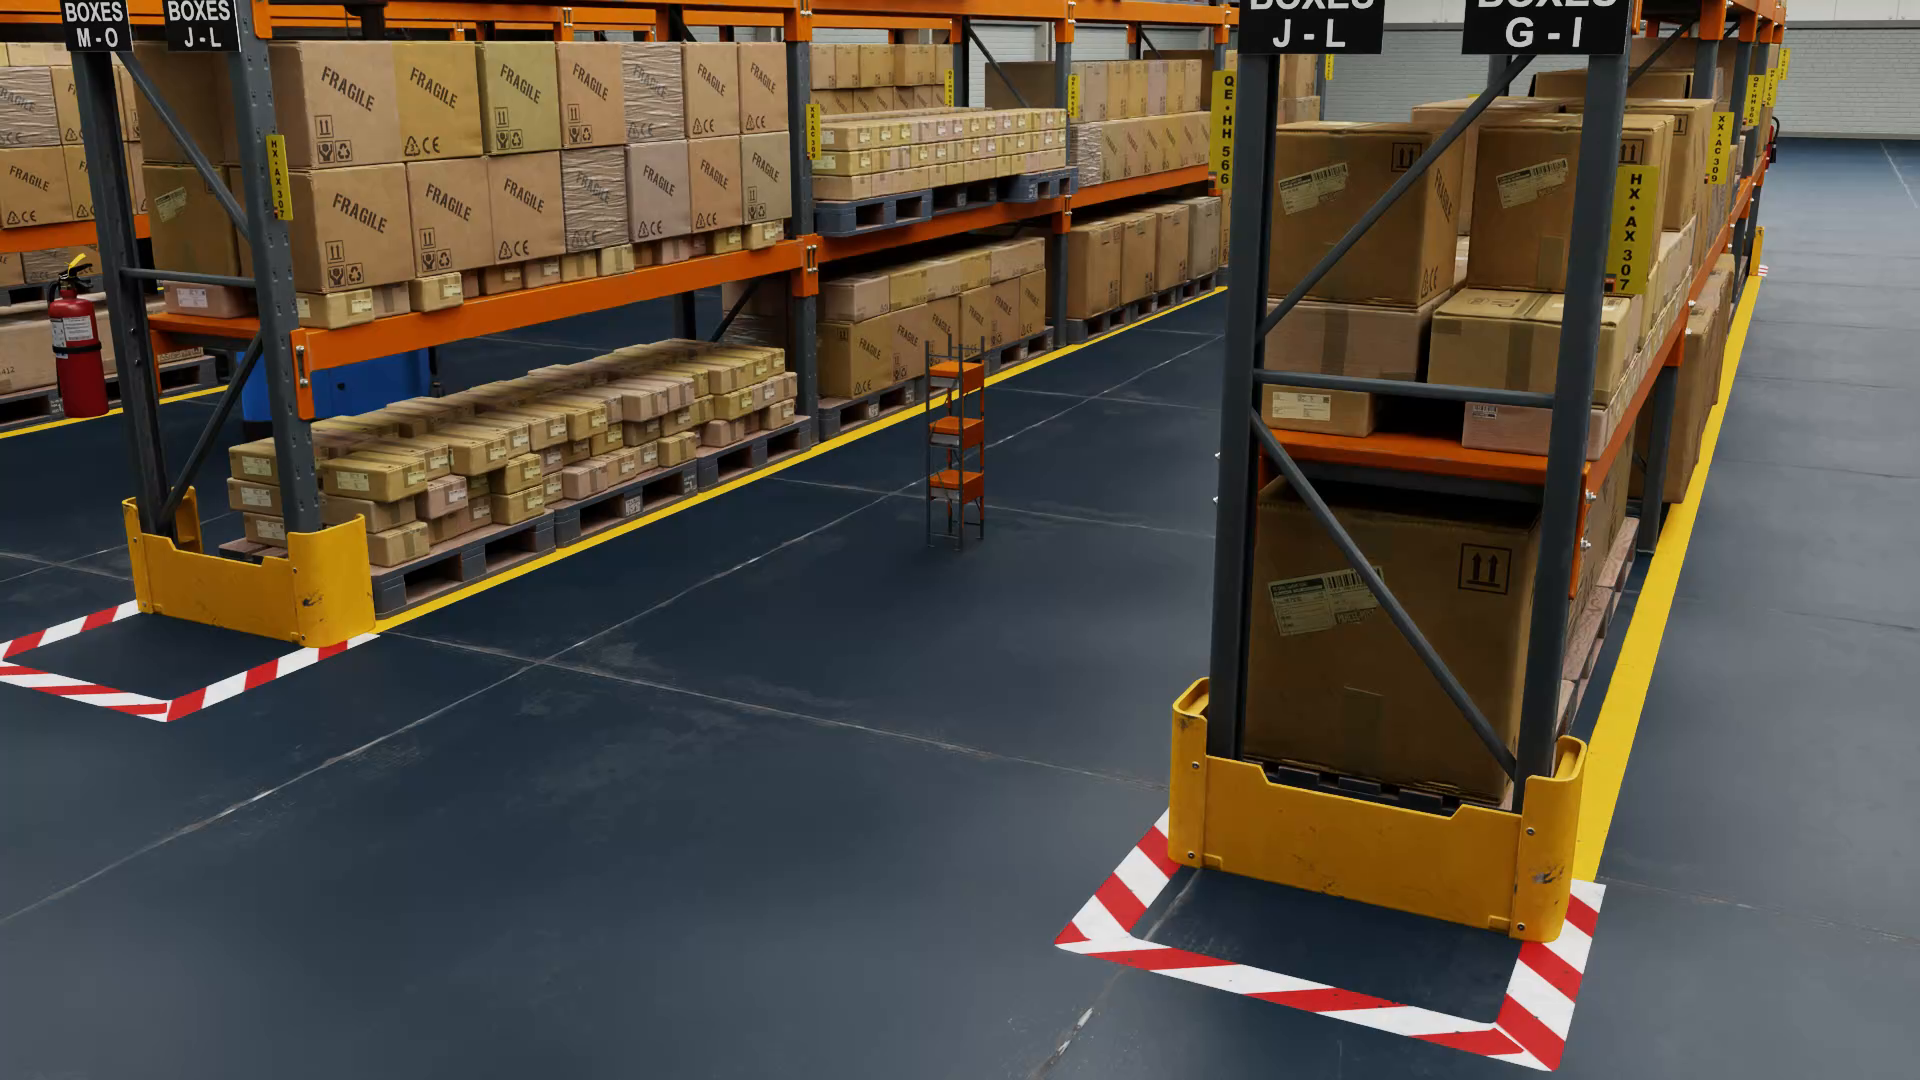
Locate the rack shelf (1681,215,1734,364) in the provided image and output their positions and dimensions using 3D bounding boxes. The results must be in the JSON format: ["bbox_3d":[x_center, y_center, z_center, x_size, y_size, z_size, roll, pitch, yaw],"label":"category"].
[{"bbox_3d":[3.917,-1.601,9.910,1.077,0.370,4.000,8,18,25],"label":"rack shelf"}]

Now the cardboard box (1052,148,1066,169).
[{"bbox_3d":[0.610,-3.009,13.090,0.380,0.149,0.250,8,19,26],"label":"cardboard box"}]

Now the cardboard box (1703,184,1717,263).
[{"bbox_3d":[3.901,-1.825,9.226,0.500,0.500,0.500,8,18,24],"label":"cardboard box"}]

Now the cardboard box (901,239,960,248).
[{"bbox_3d":[-0.332,-2.201,13.001,0.500,0.250,0.500,8,18,25],"label":"cardboard box"}]

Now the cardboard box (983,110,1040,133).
[{"bbox_3d":[0.379,-3.165,12.570,0.380,0.149,0.250,9,19,27],"label":"cardboard box"}]

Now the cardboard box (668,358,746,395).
[{"bbox_3d":[-1.478,-0.955,9.696,0.380,0.149,0.250,8,18,25],"label":"cardboard box"}]

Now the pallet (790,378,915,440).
[{"bbox_3d":[-1.022,-0.955,11.369,1.003,0.211,1.213,8,18,25],"label":"pallet"}]

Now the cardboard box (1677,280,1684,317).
[{"bbox_3d":[2.951,-1.066,7.286,0.380,0.149,0.250,8,18,24],"label":"cardboard box"}]

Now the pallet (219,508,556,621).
[{"bbox_3d":[-2.727,0.041,8.017,1.003,0.211,1.213,8,18,25],"label":"pallet"}]

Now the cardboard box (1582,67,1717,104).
[{"bbox_3d":[4.176,-2.634,10.188,0.797,0.503,0.637,9,19,27],"label":"cardboard box"}]

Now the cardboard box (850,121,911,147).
[{"bbox_3d":[-0.545,-2.638,10.796,0.380,0.149,0.250,8,18,26],"label":"cardboard box"}]

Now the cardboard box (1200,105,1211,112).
[{"bbox_3d":[2.360,-4.298,17.465,0.875,0.550,0.550,8,18,25],"label":"cardboard box"}]

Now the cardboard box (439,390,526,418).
[{"bbox_3d":[-2.521,-0.687,8.792,0.380,0.149,0.250,7,18,24],"label":"cardboard box"}]

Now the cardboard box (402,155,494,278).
[{"bbox_3d":[-2.492,-1.484,7.553,0.500,0.500,0.500,8,18,25],"label":"cardboard box"}]

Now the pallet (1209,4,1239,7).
[{"bbox_3d":[3.128,-6.043,18.490,1.003,0.211,1.213,8,18,25],"label":"pallet"}]

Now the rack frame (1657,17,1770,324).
[{"bbox_3d":[6.598,-3.474,14.953,1.000,3.000,0.127,8,18,25],"label":"rack frame"}]

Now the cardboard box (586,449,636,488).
[{"bbox_3d":[-1.956,-0.398,8.864,0.380,0.149,0.250,8,18,25],"label":"cardboard box"}]

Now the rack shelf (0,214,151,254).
[{"bbox_3d":[-6.736,-1.843,10.725,1.077,0.370,4.000,8,18,25],"label":"rack shelf"}]

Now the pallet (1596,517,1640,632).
[{"bbox_3d":[2.614,0.084,7.871,1.003,0.211,1.213,8,18,25],"label":"pallet"}]

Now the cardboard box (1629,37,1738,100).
[{"bbox_3d":[6.118,-3.779,14.187,1.000,1.000,1.000,8,18,26],"label":"cardboard box"}]

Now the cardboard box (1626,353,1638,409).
[{"bbox_3d":[2.033,-0.543,5.526,0.380,0.149,0.250,8,18,25],"label":"cardboard box"}]

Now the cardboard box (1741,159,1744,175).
[{"bbox_3d":[6.964,-3.370,15.045,0.380,0.149,0.250,8,18,25],"label":"cardboard box"}]

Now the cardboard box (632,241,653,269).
[{"bbox_3d":[-1.871,-1.537,8.871,0.380,0.149,0.250,8,18,25],"label":"cardboard box"}]

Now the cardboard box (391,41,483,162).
[{"bbox_3d":[-2.498,-1.954,7.381,0.500,0.500,0.500,9,19,27],"label":"cardboard box"}]

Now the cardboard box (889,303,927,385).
[{"bbox_3d":[-0.566,-1.386,11.574,0.500,0.500,0.500,9,19,28],"label":"cardboard box"}]

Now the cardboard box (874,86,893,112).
[{"bbox_3d":[-1.174,-5.390,20.707,0.500,0.500,0.500,8,18,26],"label":"cardboard box"}]

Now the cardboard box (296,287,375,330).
[{"bbox_3d":[-2.718,-0.995,7.047,0.380,0.149,0.250,8,18,25],"label":"cardboard box"}]

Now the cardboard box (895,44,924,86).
[{"bbox_3d":[-0.882,-5.995,20.986,0.700,0.500,0.500,8,18,25],"label":"cardboard box"}]

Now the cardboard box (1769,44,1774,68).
[{"bbox_3d":[7.249,-4.354,15.461,0.500,0.500,0.500,8,18,25],"label":"cardboard box"}]

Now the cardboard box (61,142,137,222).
[{"bbox_3d":[-6.046,-2.463,11.372,0.500,0.500,0.500,8,18,24],"label":"cardboard box"}]

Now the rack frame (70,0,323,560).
[{"bbox_3d":[-3.156,-1.074,6.873,1.000,3.000,0.127,8,18,25],"label":"rack frame"}]

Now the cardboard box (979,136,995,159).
[{"bbox_3d":[0.031,-2.823,11.942,0.380,0.149,0.250,9,19,27],"label":"cardboard box"}]

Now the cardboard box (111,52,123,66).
[{"bbox_3d":[-5.910,-3.363,11.508,0.380,0.149,0.250,9,19,27],"label":"cardboard box"}]

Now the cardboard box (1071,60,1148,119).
[{"bbox_3d":[1.309,-4.143,15.272,0.700,0.500,0.500,8,18,25],"label":"cardboard box"}]

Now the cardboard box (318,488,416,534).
[{"bbox_3d":[-2.692,-0.152,7.517,0.380,0.149,0.250,9,19,28],"label":"cardboard box"}]

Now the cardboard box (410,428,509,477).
[{"bbox_3d":[-2.375,-0.418,7.888,0.380,0.149,0.250,8,18,25],"label":"cardboard box"}]

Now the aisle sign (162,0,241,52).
[{"bbox_3d":[-2.920,-2.264,6.312,0.394,0.787,0.004,8,18,25],"label":"aisle sign"}]

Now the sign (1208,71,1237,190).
[{"bbox_3d":[0.757,-1.159,4.708,0.100,0.325,0.005,8,18,25],"label":"sign"}]

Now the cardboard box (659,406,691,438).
[{"bbox_3d":[-1.735,-0.690,9.327,0.380,0.149,0.250,9,19,27],"label":"cardboard box"}]

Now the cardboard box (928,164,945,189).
[{"bbox_3d":[-0.321,-2.479,11.307,0.380,0.149,0.250,7,18,23],"label":"cardboard box"}]

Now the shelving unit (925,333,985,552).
[{"bbox_3d":[-0.024,-0.490,8.329,0.215,1.050,0.252,8,18,25],"label":"shelving unit"}]

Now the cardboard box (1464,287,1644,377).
[{"bbox_3d":[1.919,-0.709,5.386,0.500,0.250,0.500,8,18,25],"label":"cardboard box"}]

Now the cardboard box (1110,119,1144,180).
[{"bbox_3d":[1.311,-3.498,14.859,0.500,0.500,0.500,8,18,25],"label":"cardboard box"}]

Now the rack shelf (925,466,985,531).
[{"bbox_3d":[-0.024,-0.213,8.411,0.215,0.259,0.240,8,18,25],"label":"rack shelf"}]

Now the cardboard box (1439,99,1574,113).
[{"bbox_3d":[2.354,-1.653,7.245,0.500,0.500,0.500,8,18,25],"label":"cardboard box"}]

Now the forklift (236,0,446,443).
[{"bbox_3d":[-4.100,-2.249,10.950,1.130,2.935,3.031,-4,17,-14],"label":"forklift"}]

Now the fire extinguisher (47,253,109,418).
[{"bbox_3d":[-3.681,-0.853,6.919,0.296,0.674,0.183,8,18,25],"label":"fire extinguisher"}]

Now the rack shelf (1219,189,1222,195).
[{"bbox_3d":[3.100,-4.296,18.982,1.077,0.370,4.000,8,18,25],"label":"rack shelf"}]

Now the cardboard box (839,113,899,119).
[{"bbox_3d":[-0.662,-2.987,11.972,0.380,0.149,0.250,8,18,25],"label":"cardboard box"}]

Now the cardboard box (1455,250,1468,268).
[{"bbox_3d":[1.670,-0.904,6.042,0.500,0.250,0.500,7,18,24],"label":"cardboard box"}]

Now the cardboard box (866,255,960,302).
[{"bbox_3d":[-0.334,-1.876,11.907,0.500,0.250,0.500,9,19,27],"label":"cardboard box"}]

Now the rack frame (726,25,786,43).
[{"bbox_3d":[-2.267,-4.735,19.198,1.000,3.000,0.127,8,18,25],"label":"rack frame"}]

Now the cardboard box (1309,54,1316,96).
[{"bbox_3d":[3.793,-5.650,20.118,0.875,0.550,0.550,8,18,25],"label":"cardboard box"}]

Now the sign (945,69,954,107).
[{"bbox_3d":[-0.079,-3.737,13.804,0.100,0.325,0.005,8,18,25],"label":"sign"}]
